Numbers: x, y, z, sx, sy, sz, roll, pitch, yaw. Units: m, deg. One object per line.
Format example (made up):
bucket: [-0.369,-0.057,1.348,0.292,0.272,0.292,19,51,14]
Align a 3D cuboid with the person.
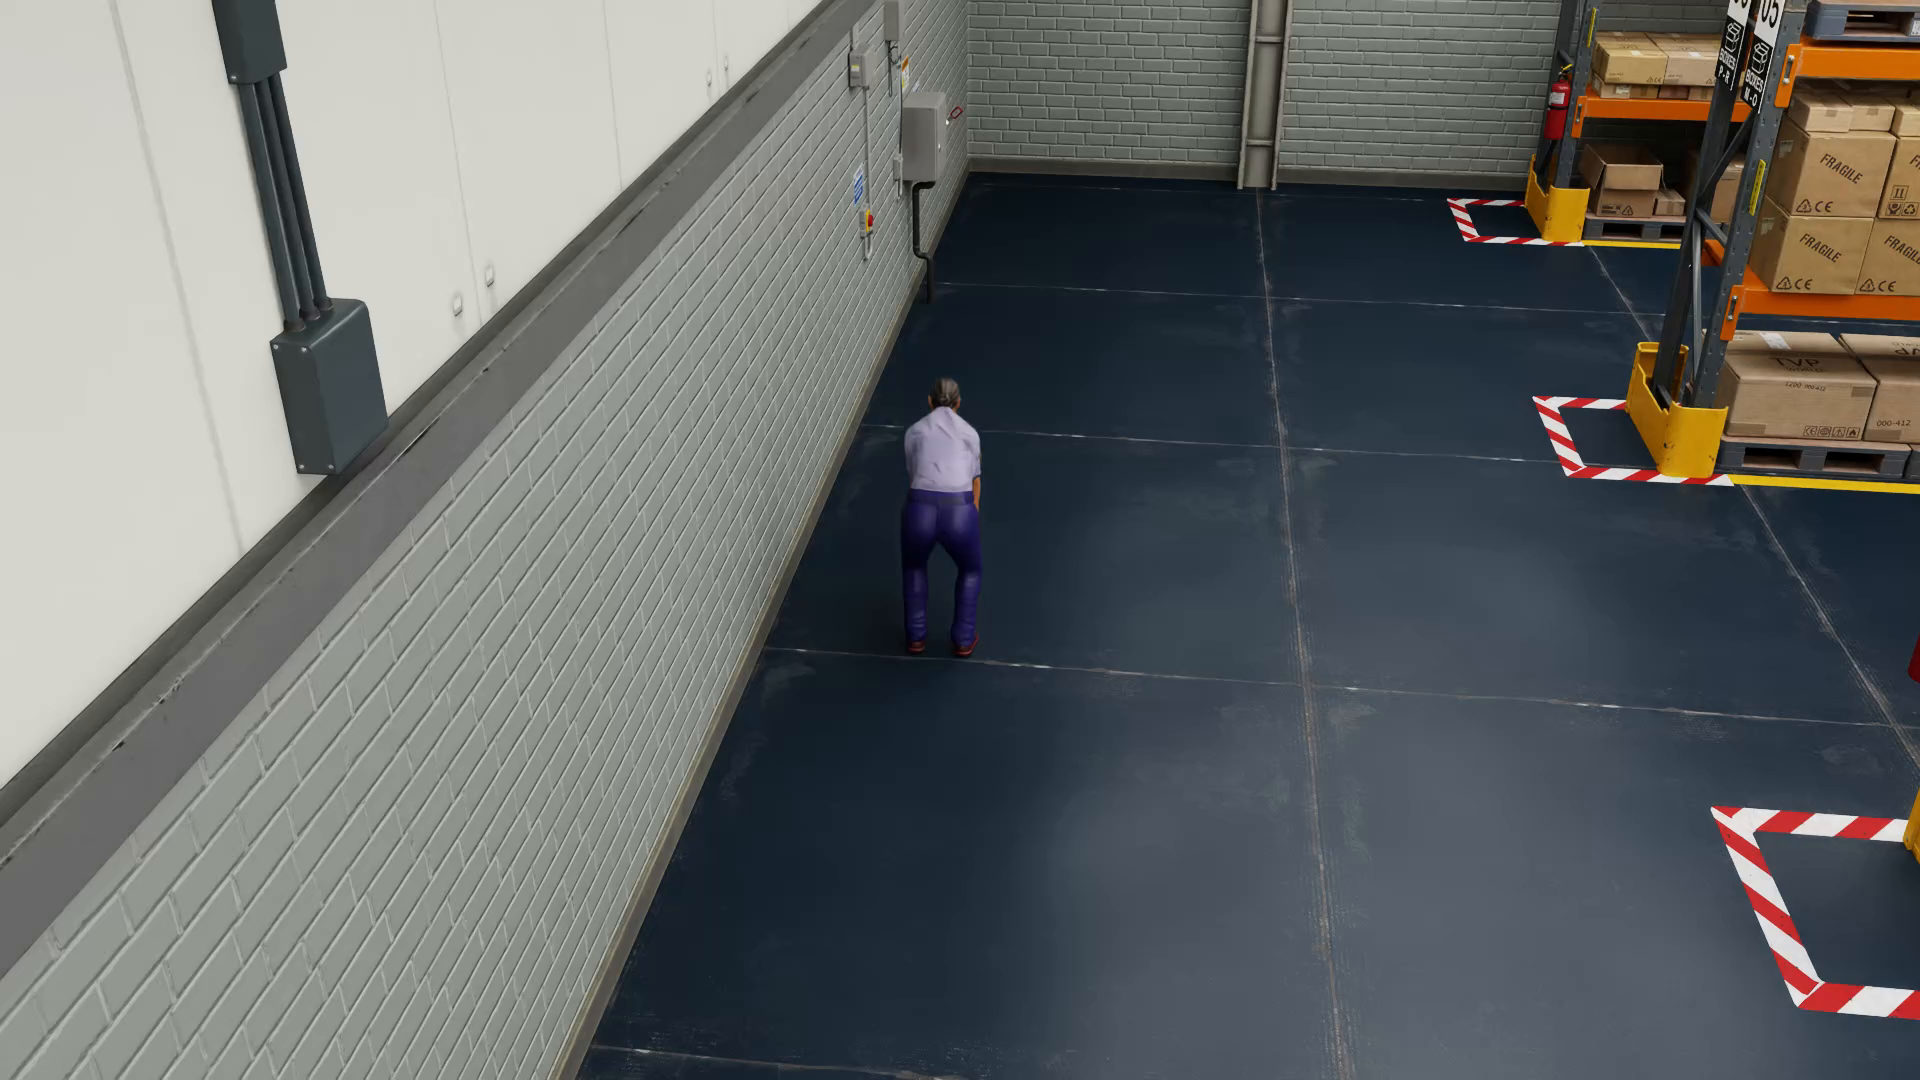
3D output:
person: [-0.090,-0.113,9.078,0.453,1.436,0.729,3,29,5]
